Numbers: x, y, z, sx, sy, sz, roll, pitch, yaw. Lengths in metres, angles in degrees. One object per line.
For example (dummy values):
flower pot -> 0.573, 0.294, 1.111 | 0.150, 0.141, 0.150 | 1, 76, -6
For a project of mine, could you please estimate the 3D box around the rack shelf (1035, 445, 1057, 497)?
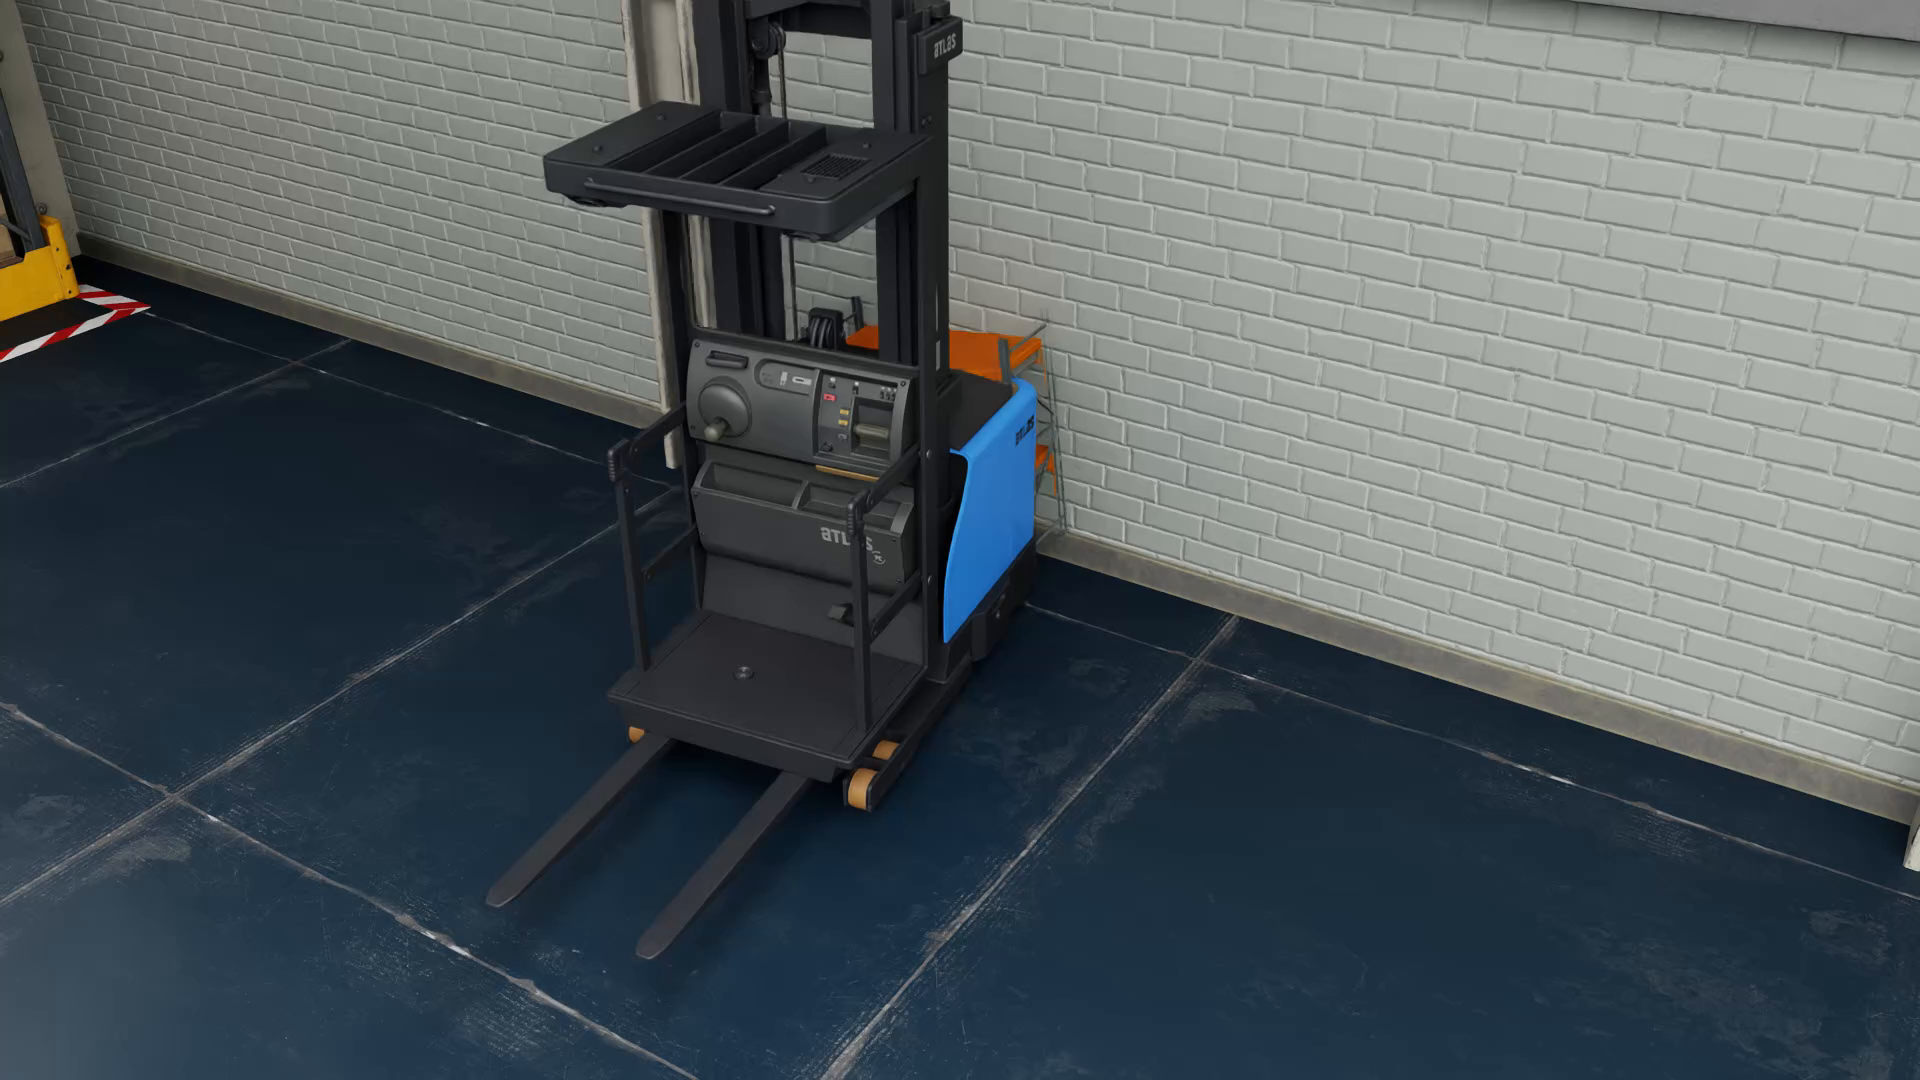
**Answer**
rack shelf -> -0.078, -0.296, 7.949 | 1.000, 0.278, 0.538 | 7, 28, 27

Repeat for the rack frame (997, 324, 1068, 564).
rack frame -> 0.346, -0.459, 7.614 | 0.032, 1.125, 0.500 | 7, 28, 27

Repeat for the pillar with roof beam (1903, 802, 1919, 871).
pillar with roof beam -> 1.462, -0.851, 0.778 | 0.400, 9.000, 9.100 | 18, 35, 27

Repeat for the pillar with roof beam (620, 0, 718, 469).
pillar with roof beam -> -3.620, -2.458, 3.533 | 0.400, 9.000, 9.100 | 18, 35, 27

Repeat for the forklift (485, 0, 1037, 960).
forklift -> -0.706, -0.464, 6.136 | 1.130, 2.935, 3.031 | 13, 33, 20

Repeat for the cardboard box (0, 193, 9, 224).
cardboard box -> -6.590, -2.165, 10.799 | 0.500, 0.250, 0.500 | 18, 35, 28

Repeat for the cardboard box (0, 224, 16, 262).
cardboard box -> -6.614, -1.949, 10.926 | 0.500, 0.250, 0.500 | 18, 35, 28

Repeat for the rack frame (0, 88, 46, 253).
rack frame -> -6.302, -2.740, 9.970 | 0.127, 3.000, 1.000 | 18, 35, 27

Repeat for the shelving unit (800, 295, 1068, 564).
shelving unit -> -0.102, -0.516, 7.846 | 1.048, 1.125, 0.538 | 7, 28, 27

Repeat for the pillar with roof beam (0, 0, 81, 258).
pillar with roof beam -> -8.701, -4.065, 6.288 | 0.400, 9.000, 9.100 | 18, 35, 27

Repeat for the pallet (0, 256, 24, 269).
pallet -> -6.972, -1.723, 10.994 | 1.213, 0.211, 1.003 | 18, 35, 27

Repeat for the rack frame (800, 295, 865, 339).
rack frame -> -0.551, -0.574, 8.079 | 0.032, 1.125, 0.500 | 7, 28, 27

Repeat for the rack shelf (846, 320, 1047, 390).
rack shelf -> -0.132, -0.781, 7.724 | 1.000, 0.278, 0.538 | 7, 28, 27

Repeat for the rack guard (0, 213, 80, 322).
rack guard -> -6.282, -1.654, 10.589 | 0.348, 0.500, 1.175 | 18, 35, 27
